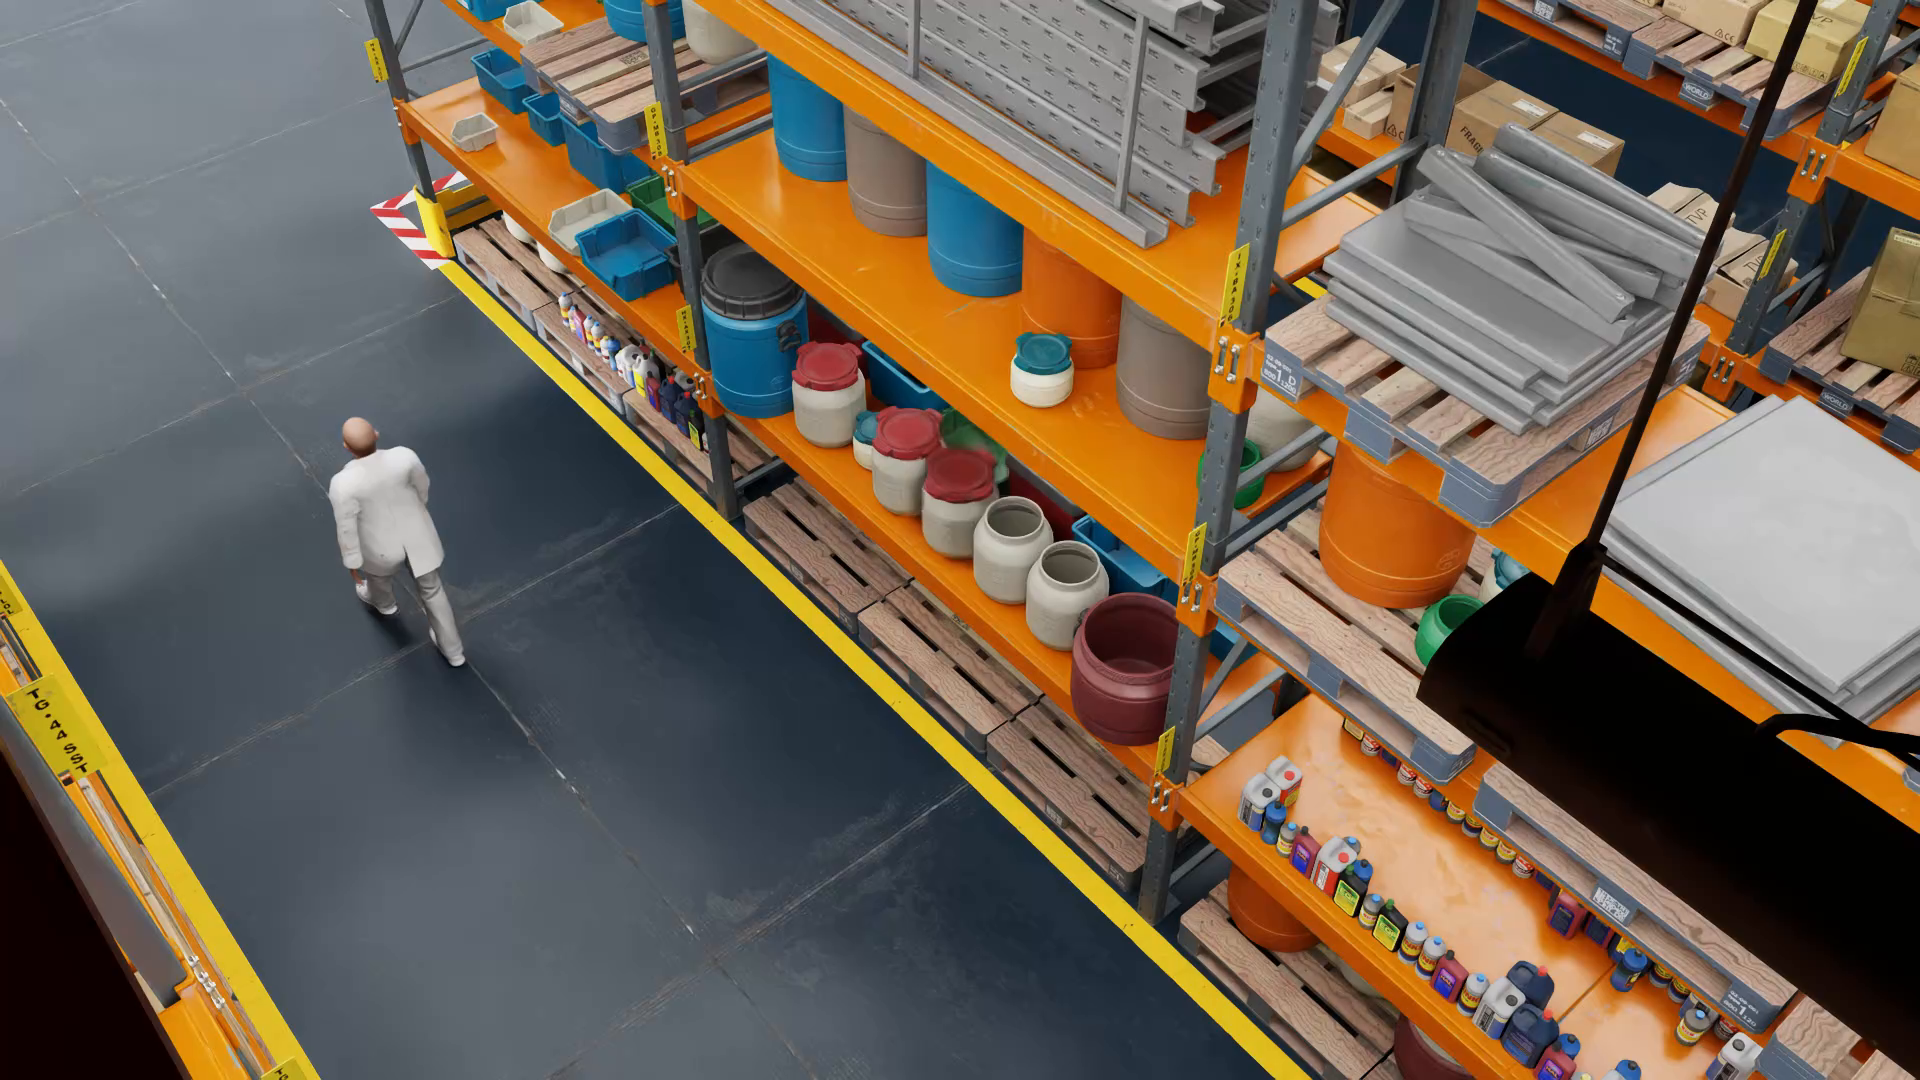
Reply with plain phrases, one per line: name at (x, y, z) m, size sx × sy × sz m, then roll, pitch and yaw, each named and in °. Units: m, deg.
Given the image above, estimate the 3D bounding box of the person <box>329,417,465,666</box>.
person at (-3.390, -0.082, 9.824) m, size 0.629 × 1.740 × 0.995 m, roll -26°, pitch 52°, yaw -22°
